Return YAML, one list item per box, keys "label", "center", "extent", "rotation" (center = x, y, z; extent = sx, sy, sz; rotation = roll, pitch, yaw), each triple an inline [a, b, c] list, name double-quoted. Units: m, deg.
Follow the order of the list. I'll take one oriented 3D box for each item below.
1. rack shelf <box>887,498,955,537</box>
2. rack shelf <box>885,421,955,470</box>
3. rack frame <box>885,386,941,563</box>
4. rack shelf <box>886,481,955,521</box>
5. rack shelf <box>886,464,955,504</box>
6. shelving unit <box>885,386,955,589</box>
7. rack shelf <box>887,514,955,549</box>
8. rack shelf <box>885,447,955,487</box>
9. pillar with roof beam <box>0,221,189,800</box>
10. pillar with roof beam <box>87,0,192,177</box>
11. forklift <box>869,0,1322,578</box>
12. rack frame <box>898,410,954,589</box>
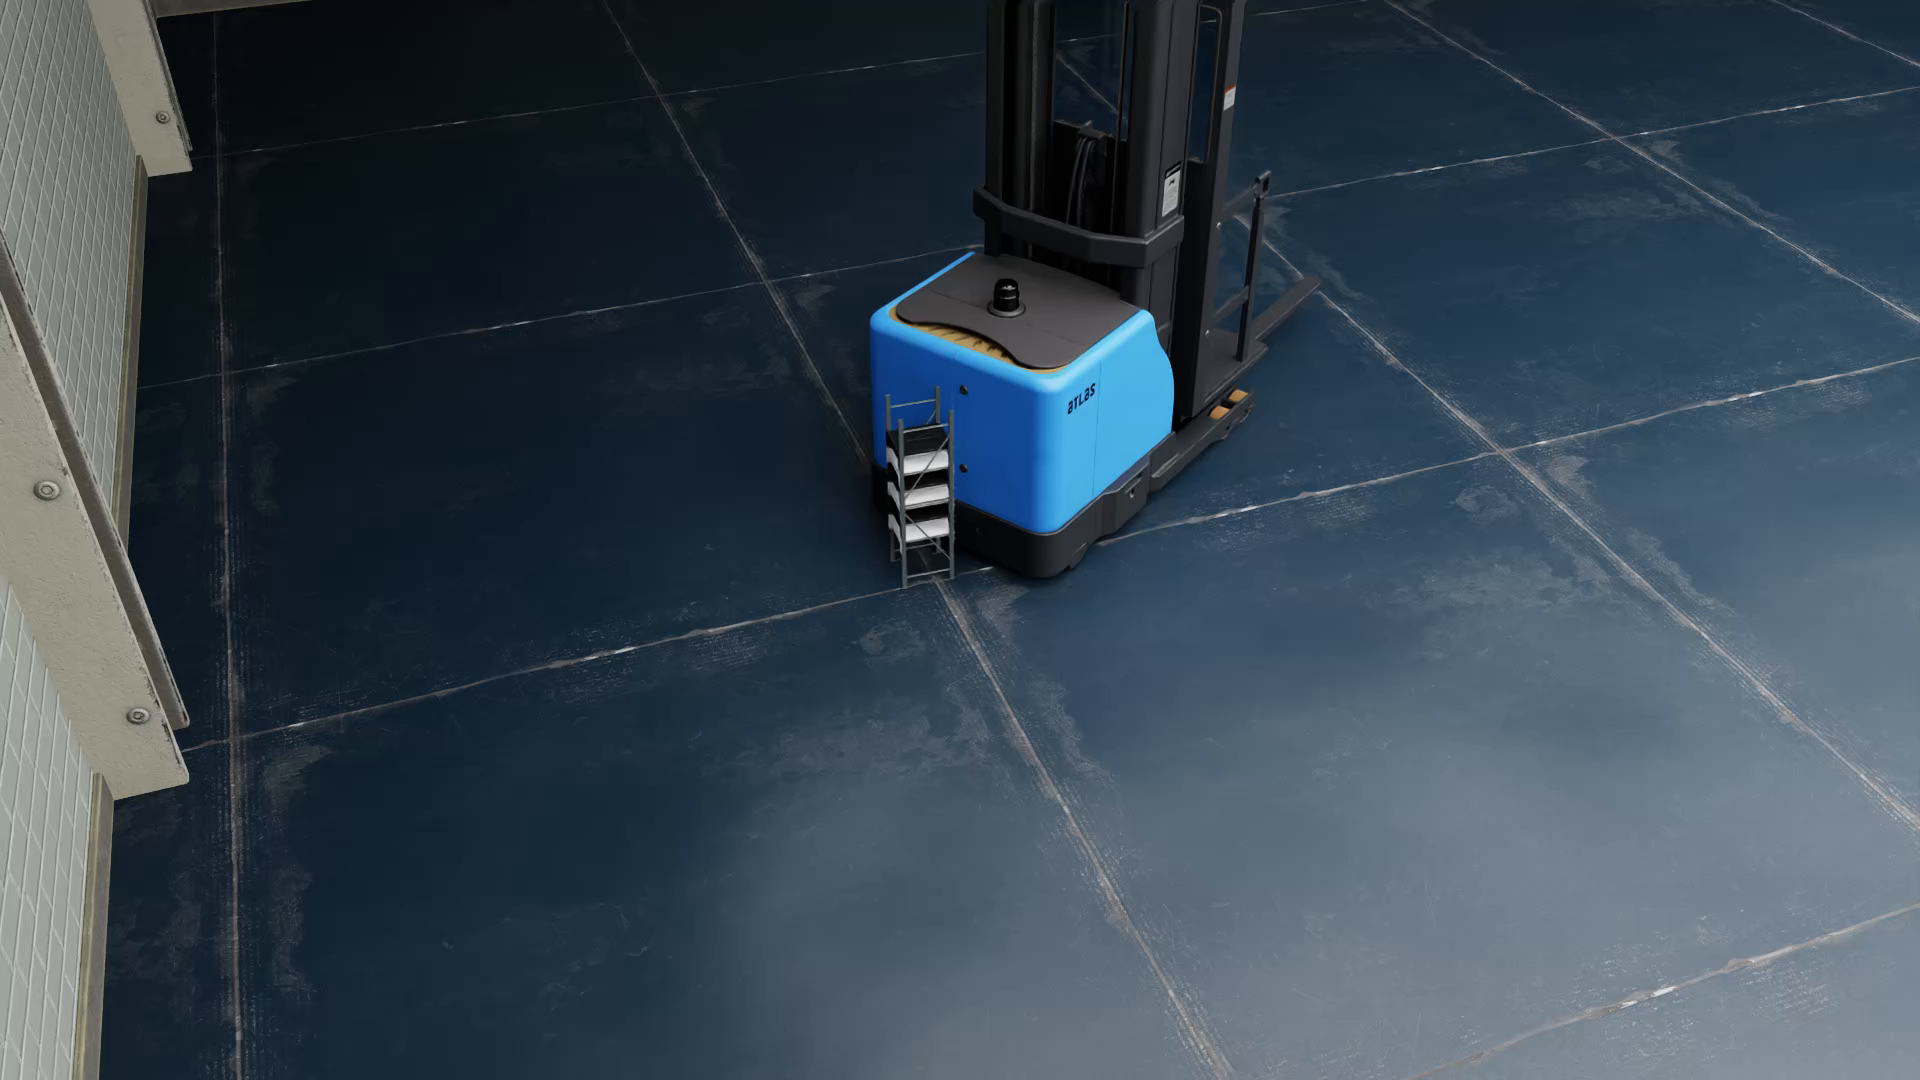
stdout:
- label: "rack shelf"
  center: [-0.173, -0.121, 7.368]
  extent: [0.258, 0.077, 0.200]
  rotation: [-11, 38, -14]
- label: "rack shelf"
  center: [-0.173, -0.409, 7.152]
  extent: [0.258, 0.077, 0.200]
  rotation: [-11, 38, -14]
- label: "rack frame"
  center: [-0.203, -0.278, 7.372]
  extent: [0.240, 0.900, 0.006]
  rotation: [-11, 38, -14]
- label: "rack shelf"
  center: [-0.173, -0.193, 7.314]
  extent: [0.258, 0.077, 0.200]
  rotation: [-11, 38, -14]
- label: "rack shelf"
  center: [-0.173, -0.265, 7.260]
  extent: [0.258, 0.077, 0.200]
  rotation: [-11, 38, -14]
- label: "shelving unit"
  center: [-0.173, -0.220, 7.294]
  extent: [0.258, 0.900, 0.210]
  rotation: [-11, 38, -14]
- label: "rack shelf"
  center: [-0.173, -0.050, 7.422]
  extent: [0.258, 0.077, 0.200]
  rotation: [-11, 38, -14]
- label: "rack shelf"
  center: [-0.173, -0.337, 7.206]
  extent: [0.258, 0.077, 0.200]
  rotation: [-11, 38, -14]
- label: "pillar with roof beam"
  center: [0.818, -3.618, 5.074]
  extent: [9.100, 9.000, 0.400]
  rotation: [-12, 39, -16]
- label: "pillar with roof beam"
  center: [-1.247, -7.007, 9.574]
  extent: [9.100, 9.000, 0.400]
  rotation: [-12, 39, -16]
- label: "forklift"
  center: [0.862, -1.839, 7.755]
  extent: [1.130, 2.935, 3.031]
  rotation: [24, 43, 28]
- label: "rack frame"
  center: [-0.143, -0.162, 7.216]
  extent: [0.240, 0.900, 0.006]
  rotation: [-11, 38, -14]
